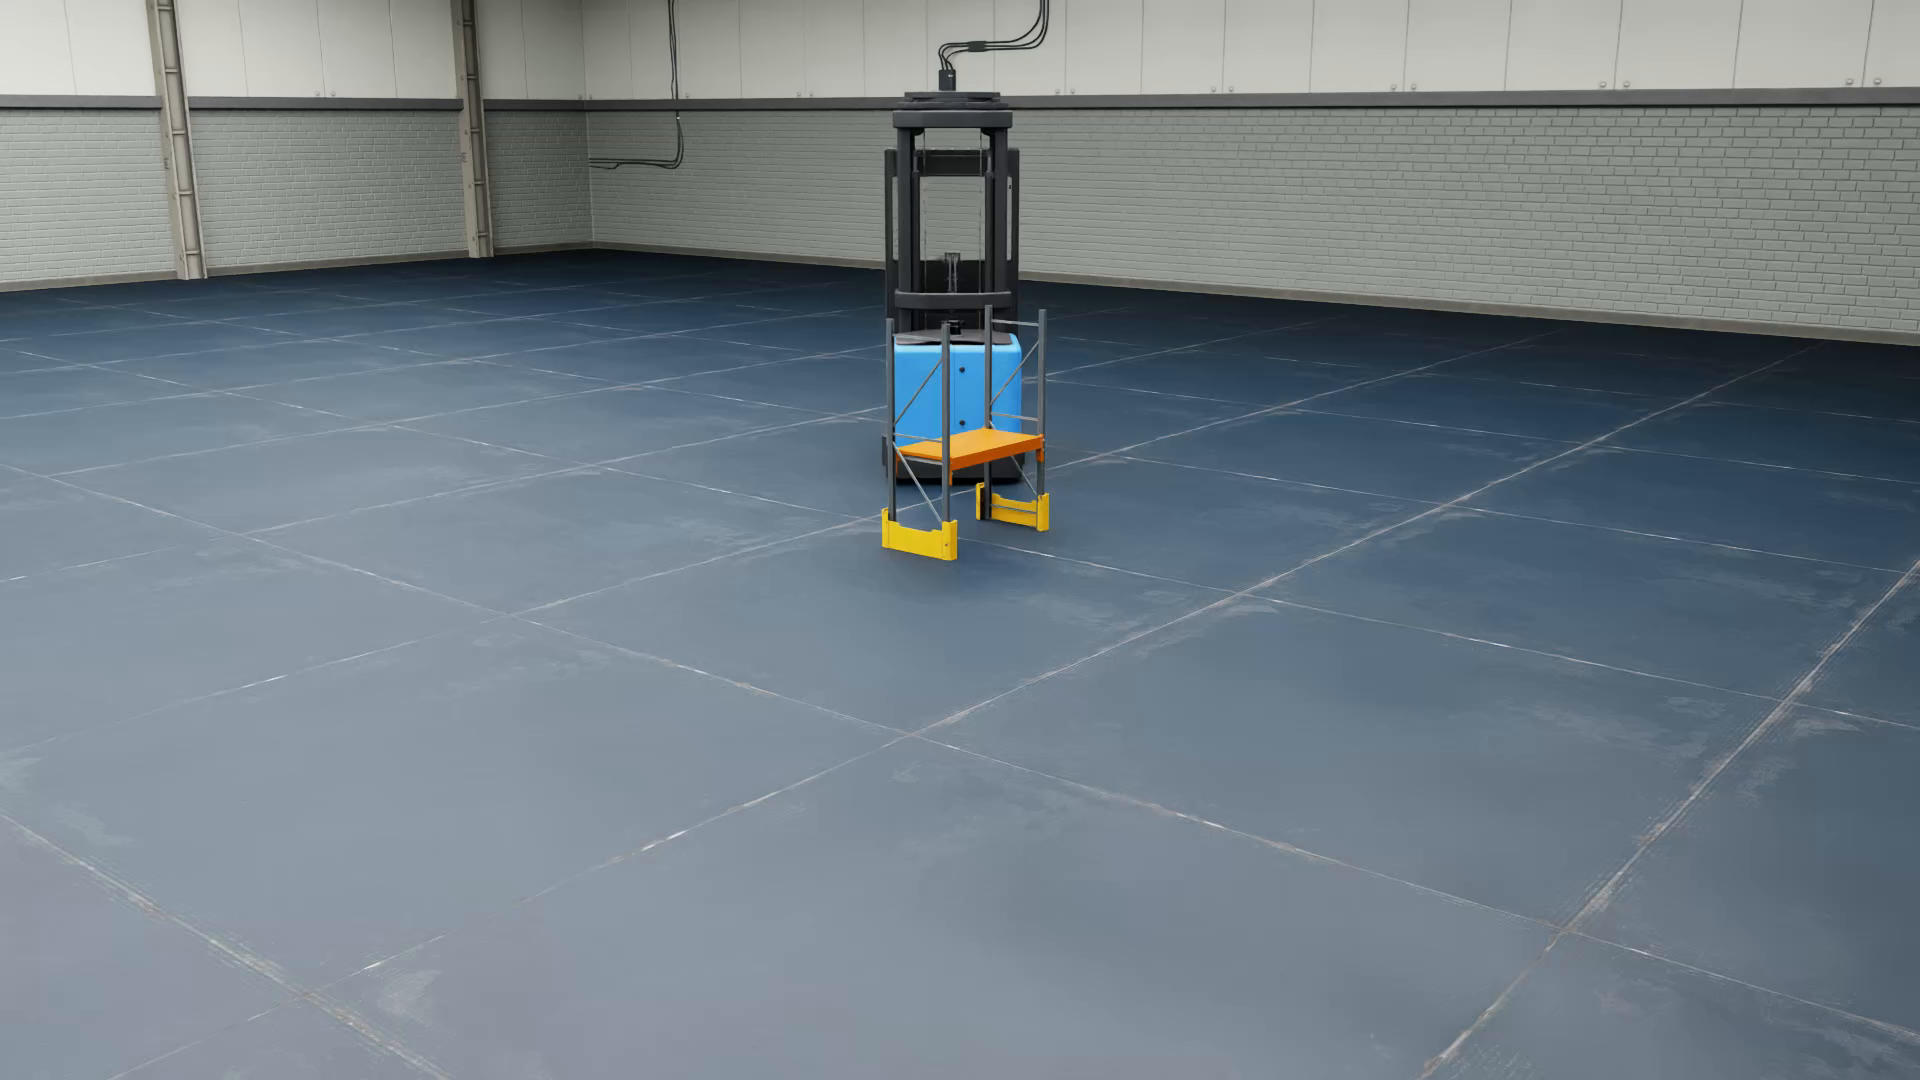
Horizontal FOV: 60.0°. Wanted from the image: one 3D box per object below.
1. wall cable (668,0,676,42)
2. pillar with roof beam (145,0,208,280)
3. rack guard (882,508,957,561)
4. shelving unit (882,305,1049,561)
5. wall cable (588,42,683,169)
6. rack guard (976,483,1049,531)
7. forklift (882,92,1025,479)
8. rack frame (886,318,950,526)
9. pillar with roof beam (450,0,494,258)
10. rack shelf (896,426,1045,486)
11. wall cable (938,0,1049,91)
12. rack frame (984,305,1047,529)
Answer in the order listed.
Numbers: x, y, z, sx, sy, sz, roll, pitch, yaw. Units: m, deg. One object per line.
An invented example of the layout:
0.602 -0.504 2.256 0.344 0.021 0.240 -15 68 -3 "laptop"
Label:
-4.728 -10.989 32.152 3.097 2.526 0.112 11 18 38 "wall cable"
-10.135 -8.290 25.479 9.100 9.000 0.400 11 18 38 "pillar with roof beam"
-0.265 -0.040 10.774 0.587 0.250 0.087 11 18 38 "rack guard"
0.048 -0.742 10.996 0.587 1.500 1.083 11 18 38 "shelving unit"
-6.832 -8.960 34.422 3.097 2.526 0.112 11 18 38 "wall cable"
0.361 -0.231 11.525 0.587 0.250 0.087 11 18 38 "rack guard"
-0.070 -2.195 13.812 1.130 2.935 3.031 0 14 -1 "forklift"
-0.266 -0.646 10.619 0.500 1.500 0.032 11 18 38 "rack frame"
-6.364 -9.439 30.002 9.100 9.000 0.400 11 18 38 "pillar with roof beam"
0.054 -0.569 11.047 0.538 0.185 1.000 11 18 38 "rack shelf"
0.542 -10.641 27.826 2.305 6.003 0.169 11 18 38 "wall cable"
0.373 -0.841 11.386 0.500 1.500 0.032 11 18 38 "rack frame"
